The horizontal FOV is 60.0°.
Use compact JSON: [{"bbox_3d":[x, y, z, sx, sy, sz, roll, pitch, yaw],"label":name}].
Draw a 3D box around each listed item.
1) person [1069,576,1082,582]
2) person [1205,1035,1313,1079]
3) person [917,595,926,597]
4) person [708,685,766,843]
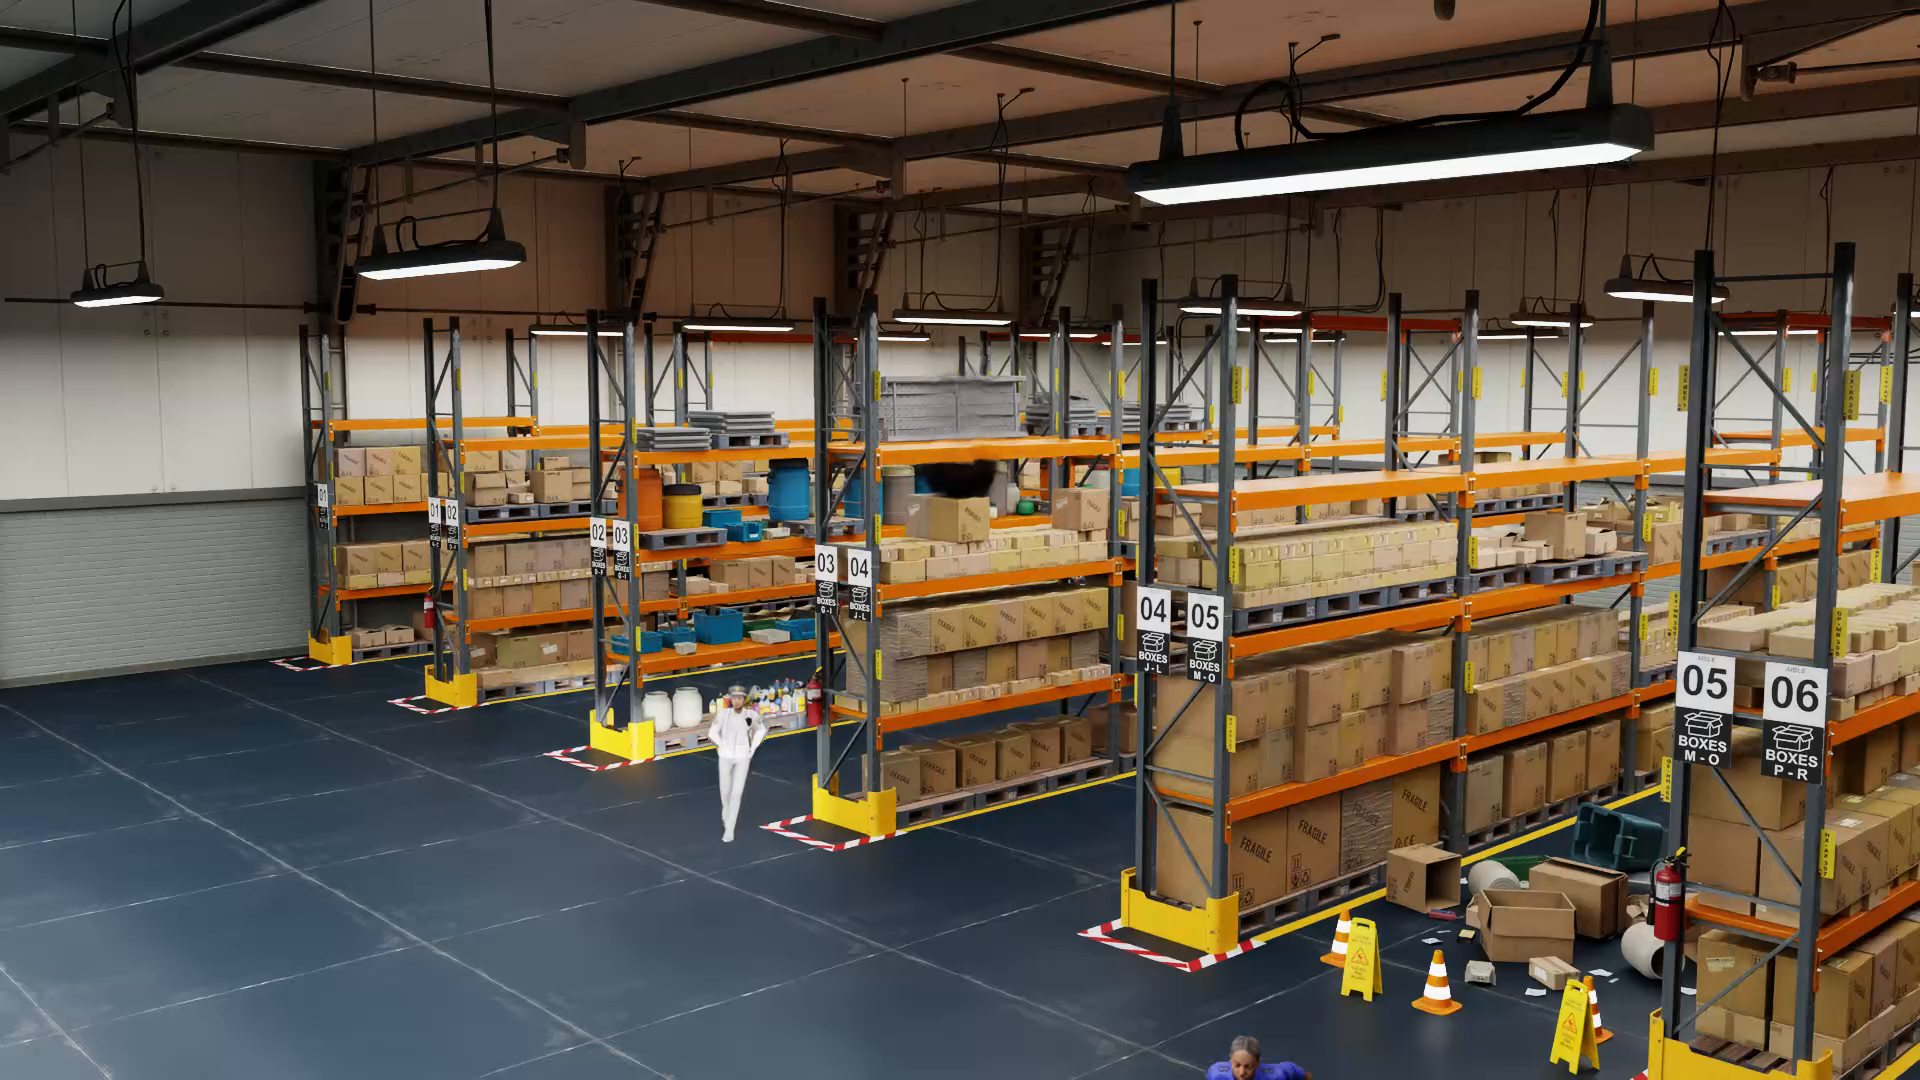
[{"bbox_3d":[2.123,1.214,30.984,0.767,1.741,0.524,-4,7,-36],"label":"person"},{"bbox_3d":[1.690,3.460,9.455,0.617,1.616,0.967,2,6,17],"label":"person"},{"bbox_3d":[-0.716,1.278,29.921,0.662,1.802,0.916,4,7,37],"label":"person"},{"bbox_3d":[-2.497,2.450,18.641,0.625,1.706,0.845,0,6,0],"label":"person"}]
